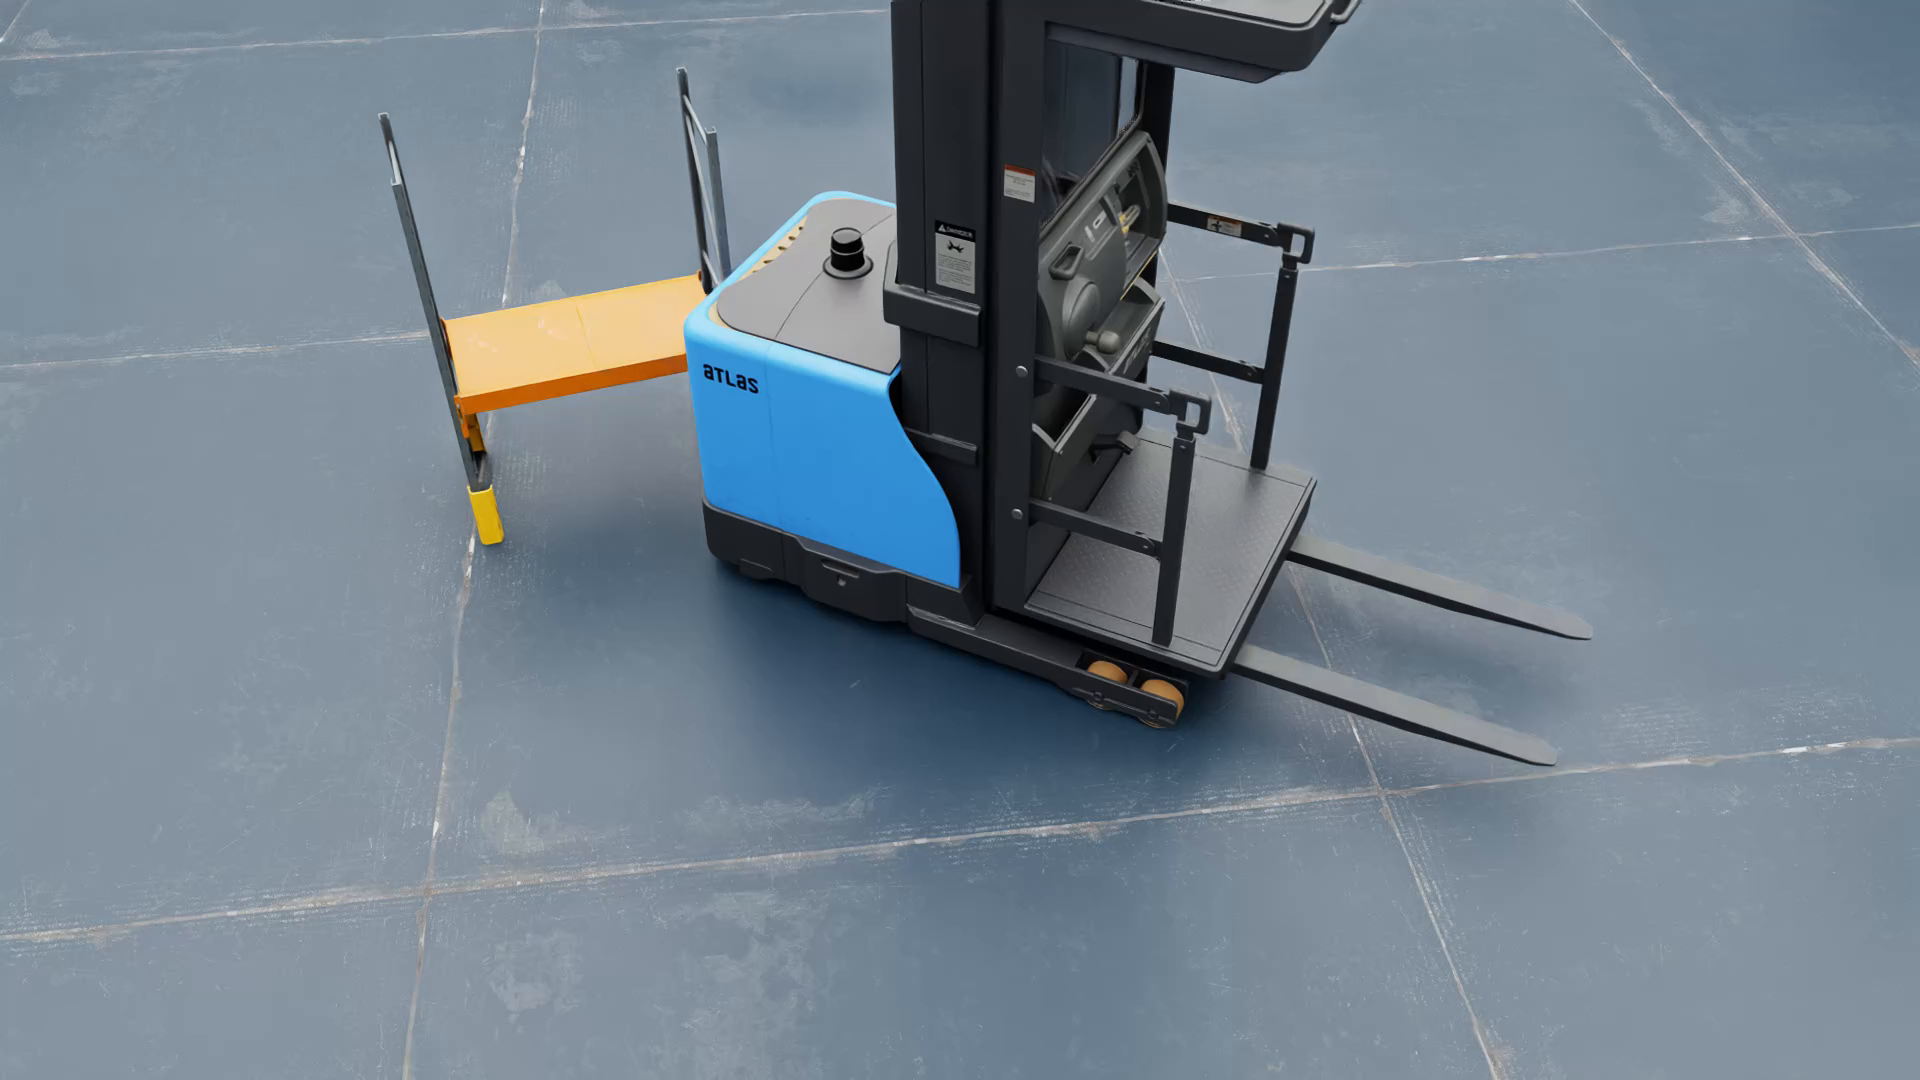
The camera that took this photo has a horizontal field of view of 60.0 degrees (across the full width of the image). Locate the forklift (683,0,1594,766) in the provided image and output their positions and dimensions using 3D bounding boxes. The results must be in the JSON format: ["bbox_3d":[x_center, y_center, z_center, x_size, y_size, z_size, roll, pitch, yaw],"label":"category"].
[{"bbox_3d":[0.626,-0.869,5.025,3.031,2.935,1.130,18,45,19],"label":"forklift"}]

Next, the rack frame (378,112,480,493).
[{"bbox_3d":[-1.863,-0.725,5.934,0.032,1.500,0.500,-13,44,-14],"label":"rack frame"}]

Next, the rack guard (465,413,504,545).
[{"bbox_3d":[-1.845,-0.265,6.358,0.087,0.250,0.587,-13,44,-14],"label":"rack guard"}]

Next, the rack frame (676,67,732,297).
[{"bbox_3d":[-0.903,-0.949,6.183,0.032,1.500,0.500,-13,44,-14],"label":"rack frame"}]

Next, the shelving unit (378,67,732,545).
[{"bbox_3d":[-1.375,-0.839,6.061,1.083,1.500,0.587,-13,44,-14],"label":"shelving unit"}]

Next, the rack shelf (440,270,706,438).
[{"bbox_3d":[-1.383,-0.704,6.179,1.000,0.185,0.538,-13,44,-14],"label":"rack shelf"}]
